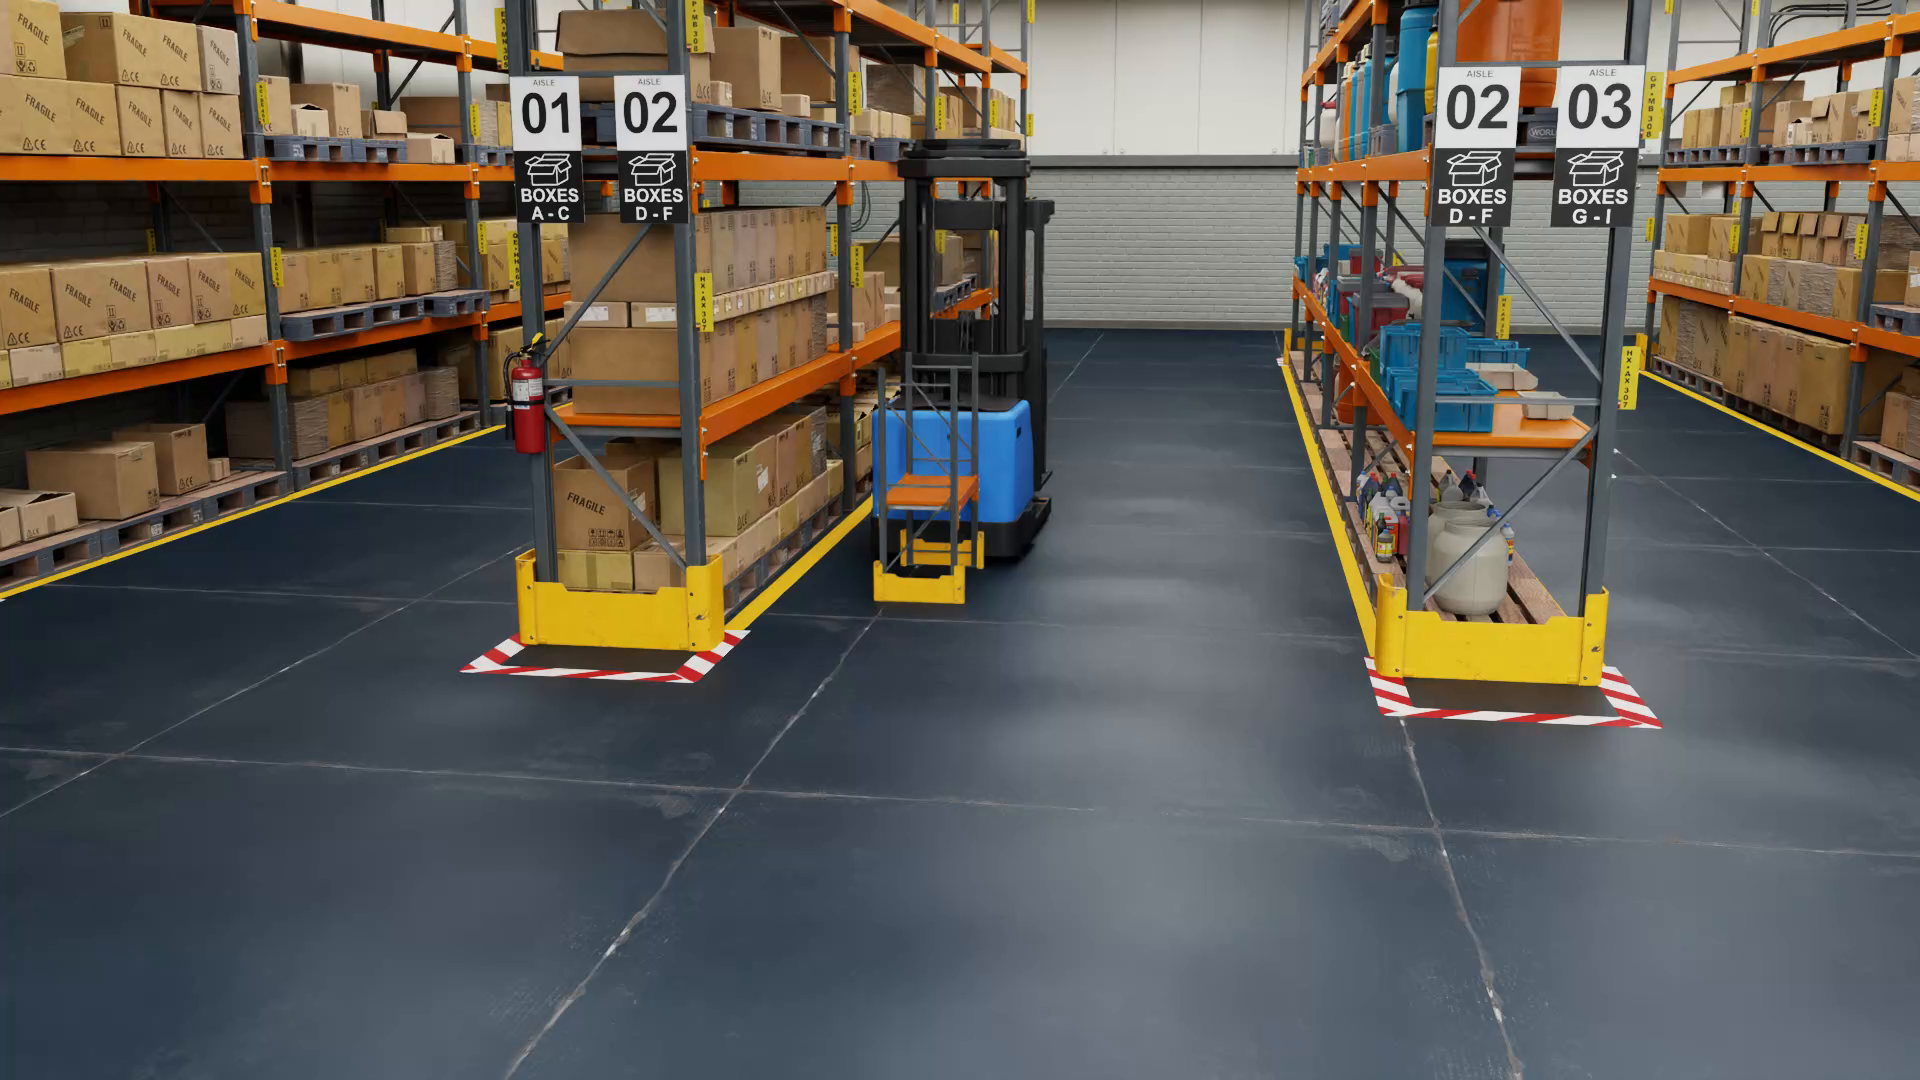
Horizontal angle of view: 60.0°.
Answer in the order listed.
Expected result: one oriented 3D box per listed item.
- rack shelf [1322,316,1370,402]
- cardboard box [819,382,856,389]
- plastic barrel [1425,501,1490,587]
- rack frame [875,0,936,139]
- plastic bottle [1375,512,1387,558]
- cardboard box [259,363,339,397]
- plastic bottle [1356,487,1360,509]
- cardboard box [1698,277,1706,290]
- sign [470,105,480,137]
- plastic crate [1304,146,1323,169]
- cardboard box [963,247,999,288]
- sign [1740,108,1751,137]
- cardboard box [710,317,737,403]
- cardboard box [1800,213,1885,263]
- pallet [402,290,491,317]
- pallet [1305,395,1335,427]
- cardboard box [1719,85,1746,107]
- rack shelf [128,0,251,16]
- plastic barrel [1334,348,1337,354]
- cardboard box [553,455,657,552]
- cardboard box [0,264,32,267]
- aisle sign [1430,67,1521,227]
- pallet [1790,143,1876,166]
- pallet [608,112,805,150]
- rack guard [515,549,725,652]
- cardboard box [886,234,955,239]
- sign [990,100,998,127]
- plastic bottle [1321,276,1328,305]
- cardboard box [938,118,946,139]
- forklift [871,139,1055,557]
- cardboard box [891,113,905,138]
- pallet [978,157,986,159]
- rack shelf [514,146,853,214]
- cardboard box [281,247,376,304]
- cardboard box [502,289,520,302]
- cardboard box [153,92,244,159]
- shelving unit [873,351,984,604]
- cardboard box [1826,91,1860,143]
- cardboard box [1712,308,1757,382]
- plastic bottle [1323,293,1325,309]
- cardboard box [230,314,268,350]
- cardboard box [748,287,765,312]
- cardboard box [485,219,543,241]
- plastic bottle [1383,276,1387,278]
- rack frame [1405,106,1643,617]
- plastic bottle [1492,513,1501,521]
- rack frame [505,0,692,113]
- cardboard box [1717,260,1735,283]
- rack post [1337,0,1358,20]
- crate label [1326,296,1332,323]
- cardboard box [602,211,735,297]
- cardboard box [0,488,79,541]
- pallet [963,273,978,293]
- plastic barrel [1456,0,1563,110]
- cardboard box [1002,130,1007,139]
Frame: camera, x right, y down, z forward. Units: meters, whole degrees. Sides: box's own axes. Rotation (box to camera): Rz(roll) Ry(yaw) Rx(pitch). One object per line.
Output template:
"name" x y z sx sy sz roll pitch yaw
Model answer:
"rack shelf" 3.839 -1.620 14.600 1.077 0.370 4.000 2 12 9
"cardboard box" -1.271 -1.370 15.928 0.500 0.311 0.500 2 12 7
"plastic barrel" 3.019 0.044 10.078 0.421 0.512 0.421 0 12 0
"rack frame" -0.747 -5.482 16.572 1.000 3.000 0.127 2 12 9
"plastic bottle" 2.765 -0.032 10.924 0.061 0.283 0.133 2 12 10
"cardboard box" -6.097 -1.482 15.359 0.500 0.250 0.500 2 12 7
"plastic bottle" 3.033 -0.330 12.501 0.097 0.201 0.097 0 12 0
"cardboard box" 9.537 -3.226 20.939 0.380 0.149 0.250 2 12 10
"sign" -5.107 -4.410 17.491 0.100 0.325 0.005 2 12 9
"plastic crate" 4.731 -5.011 21.785 0.437 0.282 0.530 2 12 9
"cardboard box" 0.215 -3.528 21.509 0.500 0.500 0.500 2 12 10
"sign" 9.107 -4.836 19.278 0.100 0.325 0.005 2 12 9
"cardboard box" -1.817 -1.139 10.423 0.700 0.500 0.500 2 12 10
"cardboard box" 9.369 -3.194 17.577 0.797 0.503 0.637 2 12 10
"pallet" -5.647 -2.464 17.261 1.213 0.211 1.003 2 12 9
"pallet" 4.417 -1.444 18.692 1.003 0.211 1.213 2 12 9
"cardboard box" 9.950 -5.609 21.029 0.500 0.250 0.500 1 12 7
"rack shelf" -6.565 -4.040 11.594 1.077 0.370 4.000 2 12 9
"plastic barrel" 4.552 -2.140 19.290 0.600 0.901 0.708 2 12 9
"cardboard box" -2.189 -0.233 10.206 0.500 0.500 0.500 2 12 9
"cardboard box" -6.848 -1.664 11.625 0.500 0.500 0.500 2 12 7
"aisle sign" 2.612 -1.989 8.430 0.394 0.787 0.004 2 12 9
"pallet" 9.256 -3.971 17.126 1.003 0.211 1.213 2 12 11
"pallet" -1.658 -2.708 11.031 1.003 0.211 1.213 2 12 9
"rack guard" -1.981 0.343 9.717 1.175 0.500 0.348 2 12 9
"cardboard box" -0.469 -3.400 19.915 0.700 0.500 0.500 4 13 18
"sign" 0.417 -5.277 20.576 0.100 0.325 0.005 2 12 9
"plastic bottle" 4.029 -2.732 18.167 0.144 0.351 0.185 2 12 9
"cardboard box" -0.635 -4.263 17.797 0.910 0.500 0.500 2 12 9
"forklift" 0.132 -1.576 12.849 1.130 2.935 3.031 2 12 10
"cardboard box" -0.824 -3.942 15.904 0.500 0.250 0.500 2 12 10
"pallet" -0.302 -4.623 20.152 1.213 0.211 1.003 2 12 9
"rack shelf" -1.670 -2.415 11.168 1.077 0.370 4.000 2 12 9
"cardboard box" -5.983 -2.500 15.691 0.700 0.500 0.500 4 13 16
"cardboard box" -5.191 -2.762 18.739 0.380 0.149 0.250 2 12 10
"cardboard box" -6.092 -3.288 13.226 0.500 0.500 0.500 2 12 10
"shelving unit" -0.193 -0.445 10.998 0.587 1.500 1.083 2 12 8
"cardboard box" 9.109 -4.260 16.787 0.500 0.500 0.500 3 12 12
"cardboard box" 9.836 -2.362 20.380 0.875 0.875 0.875 2 12 9
"plastic bottle" 3.948 -2.582 17.827 0.097 0.201 0.097 0 12 0
"cardboard box" -6.031 -1.705 13.592 0.500 0.250 0.500 2 12 9
"cardboard box" -1.509 -1.593 10.989 0.380 0.149 0.250 2 12 8
"cardboard box" -5.163 -3.582 19.225 0.500 0.250 0.500 2 12 9
"plastic bottle" 4.887 -2.887 19.063 0.152 0.276 0.135 2 12 9
"rack frame" 2.916 -0.723 8.729 1.000 3.000 0.127 2 12 9
"plastic bottle" 3.556 -0.043 11.005 0.097 0.271 0.097 0 12 0
"rack frame" -1.978 -3.817 8.845 1.000 3.000 0.127 2 12 9
"cardboard box" 9.464 -3.233 20.025 0.500 0.250 0.500 2 12 8
"rack post" 3.749 -4.999 13.854 1.013 1.000 3.121 2 12 9
"crate label" 3.711 -2.231 16.123 0.303 0.233 0.416 2 12 9
"cardboard box" -1.810 -1.785 10.339 0.700 0.500 0.500 2 12 7
"cardboard box" -6.590 -0.205 11.660 0.500 0.311 0.500 3 13 13
"pallet" -0.363 -3.126 20.333 1.003 0.211 1.213 2 12 9
"plastic barrel" 2.865 -2.710 8.812 0.600 0.830 0.708 2 12 9
"cardboard box" 0.352 -5.321 22.112 0.500 0.250 0.500 2 12 9
